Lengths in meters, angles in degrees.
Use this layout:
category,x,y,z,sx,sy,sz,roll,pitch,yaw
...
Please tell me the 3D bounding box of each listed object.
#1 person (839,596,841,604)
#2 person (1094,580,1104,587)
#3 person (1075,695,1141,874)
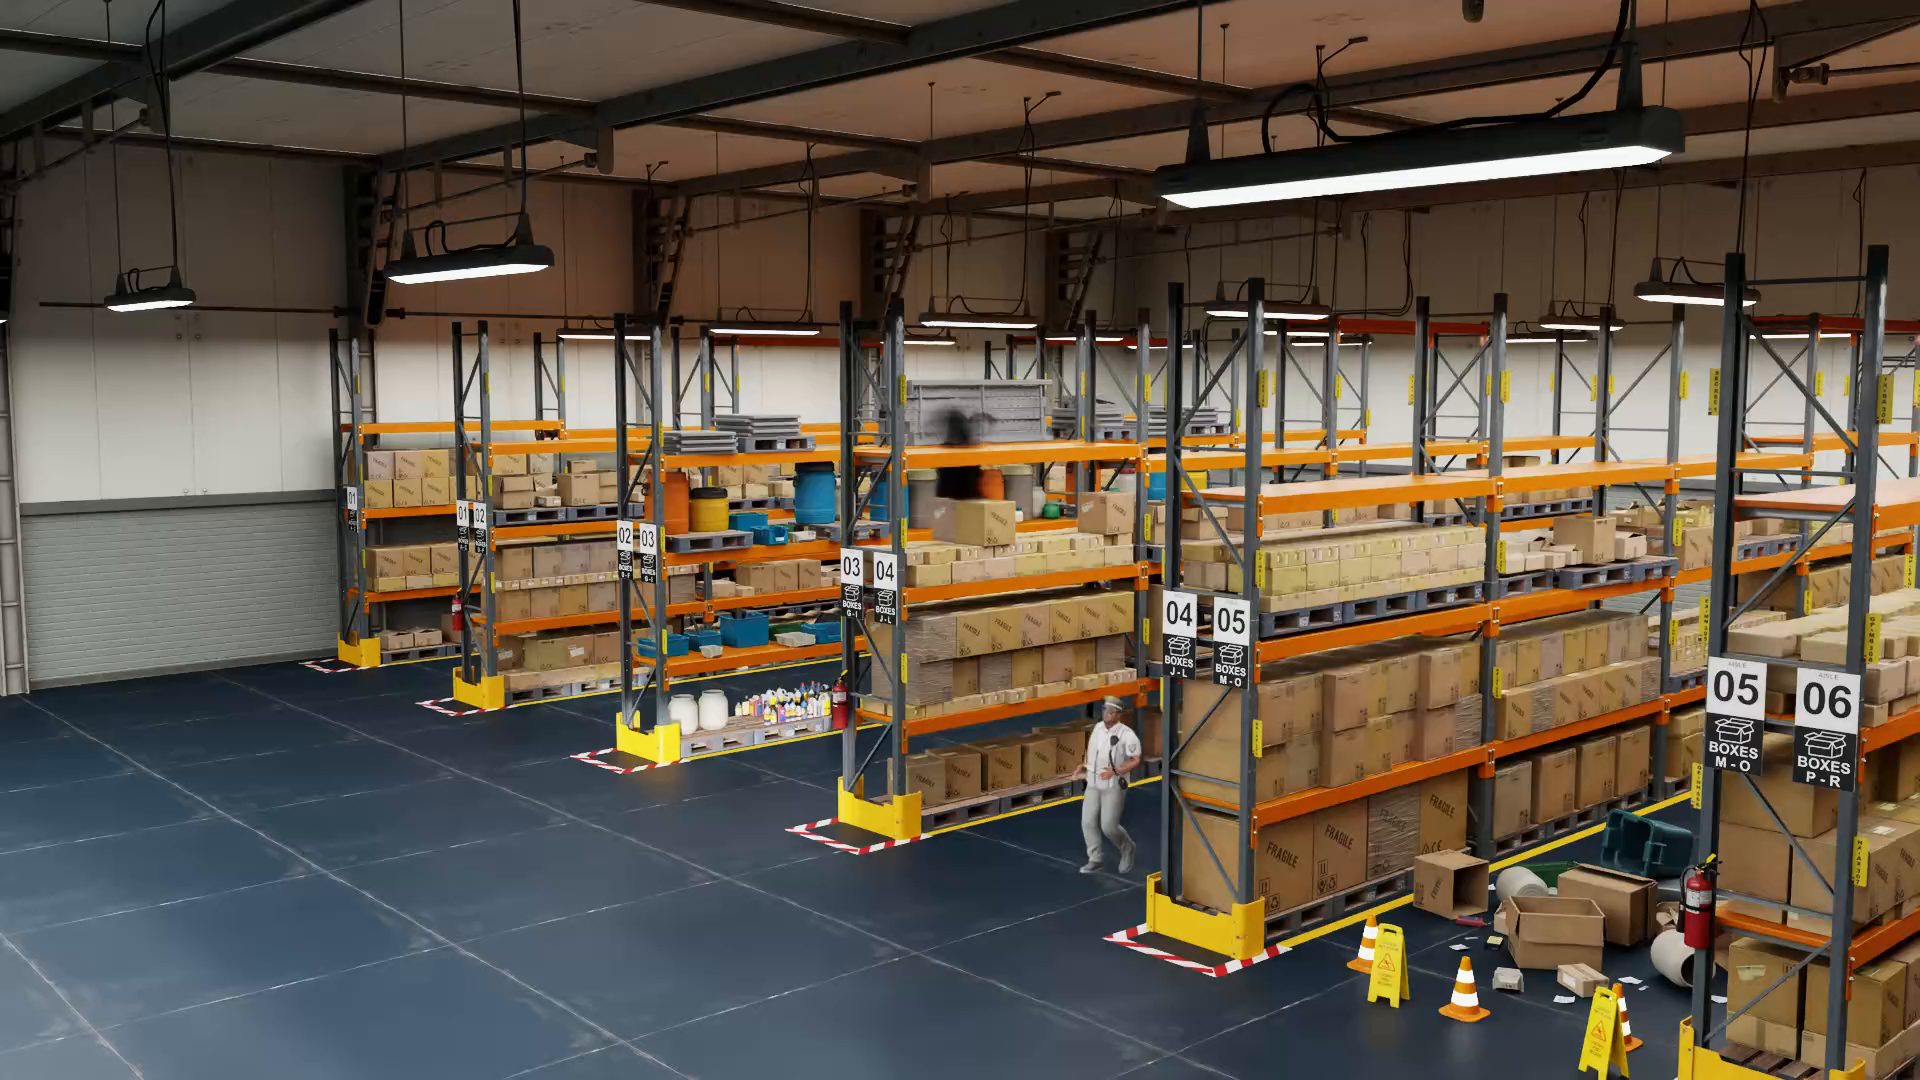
category,x,y,z,sx,sy,sz,roll,pitch,yaw
person,-2.223,0.914,34.328,0.707,1.733,0.633,4,7,34
person,2.531,1.088,32.247,0.653,1.809,0.908,4,7,38
person,1.410,2.412,16.319,0.691,1.788,0.617,6,8,44
